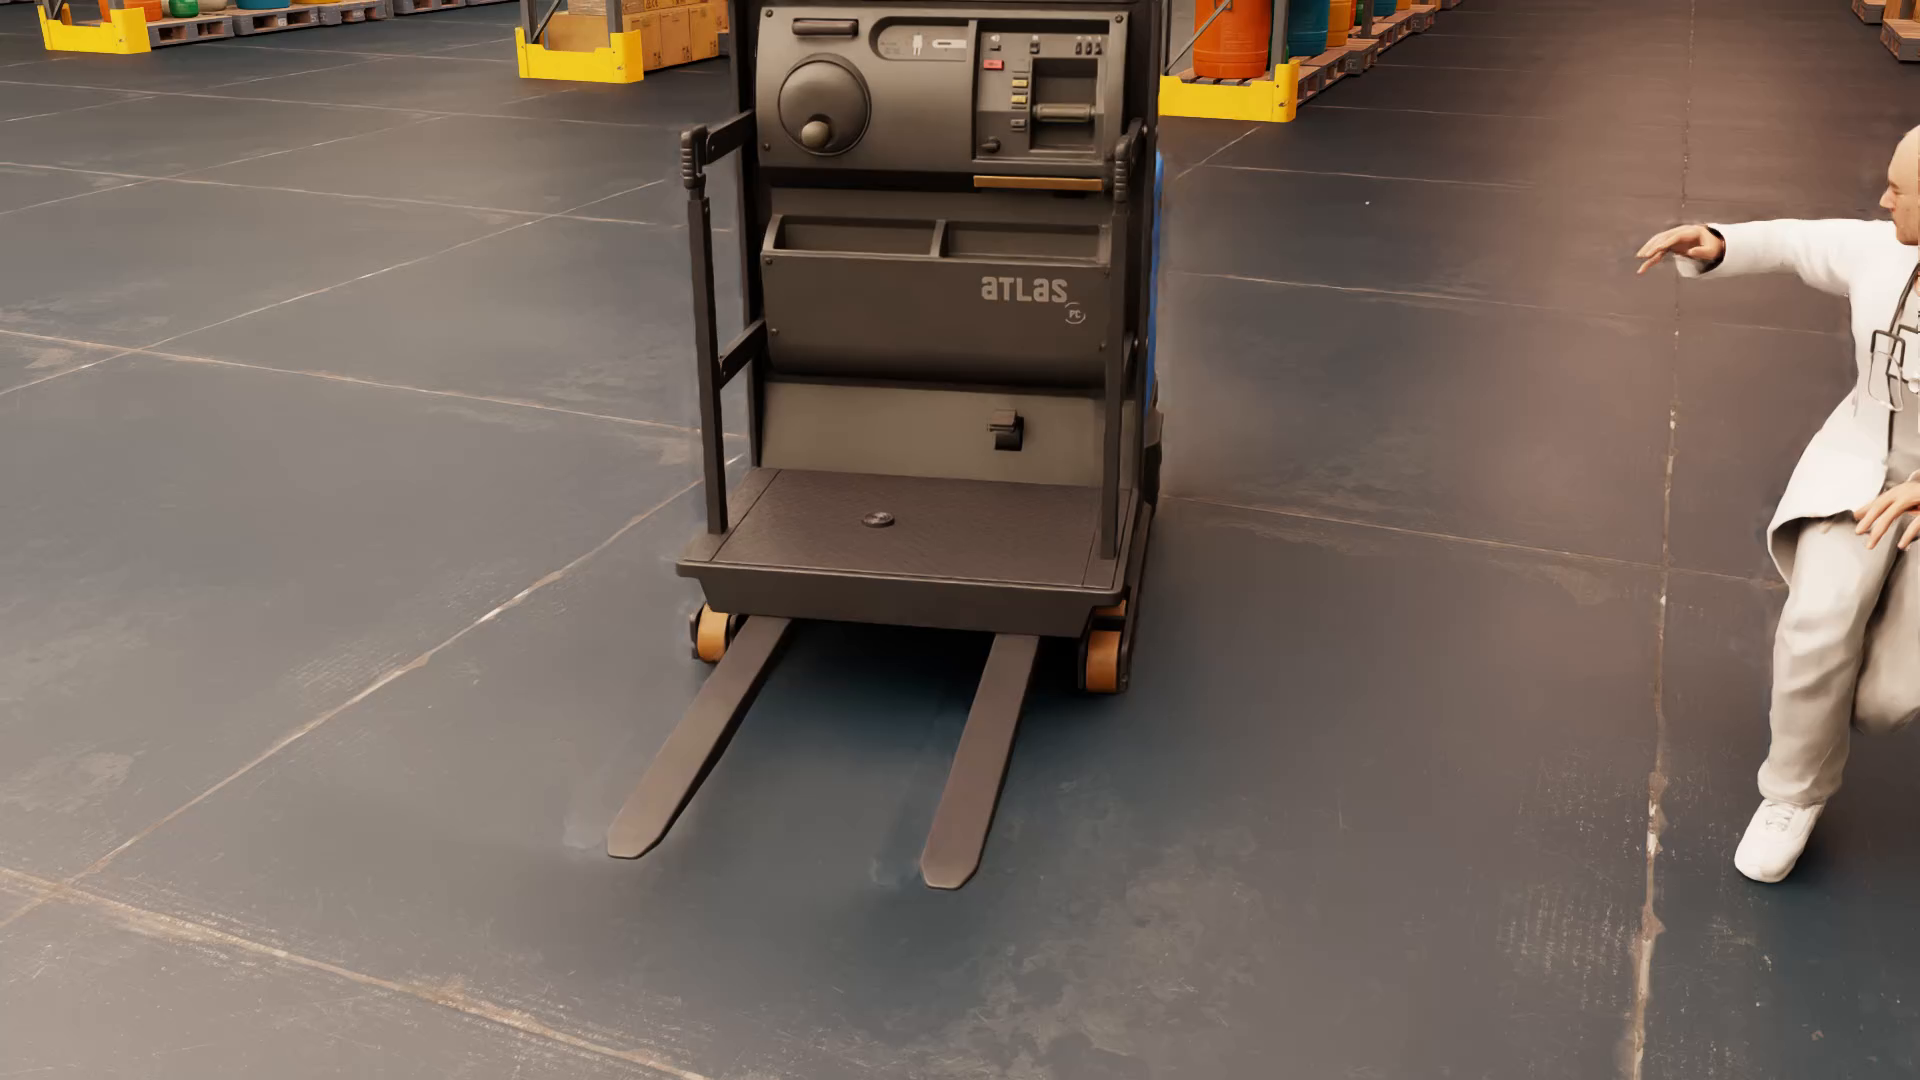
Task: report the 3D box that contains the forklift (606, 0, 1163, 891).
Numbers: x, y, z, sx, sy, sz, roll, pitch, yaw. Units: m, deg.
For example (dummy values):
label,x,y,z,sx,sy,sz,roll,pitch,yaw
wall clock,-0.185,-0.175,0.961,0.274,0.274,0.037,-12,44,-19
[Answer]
label,x,y,z,sx,sy,sz,roll,pitch,yaw
forklift,-0.084,-1.113,3.956,1.130,2.935,3.031,4,23,9

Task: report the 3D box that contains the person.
label,x,y,z,sx,sy,sz,roll,pitch,yaw
person,1.709,-0.075,3.309,0.854,1.517,1.166,19,29,37
